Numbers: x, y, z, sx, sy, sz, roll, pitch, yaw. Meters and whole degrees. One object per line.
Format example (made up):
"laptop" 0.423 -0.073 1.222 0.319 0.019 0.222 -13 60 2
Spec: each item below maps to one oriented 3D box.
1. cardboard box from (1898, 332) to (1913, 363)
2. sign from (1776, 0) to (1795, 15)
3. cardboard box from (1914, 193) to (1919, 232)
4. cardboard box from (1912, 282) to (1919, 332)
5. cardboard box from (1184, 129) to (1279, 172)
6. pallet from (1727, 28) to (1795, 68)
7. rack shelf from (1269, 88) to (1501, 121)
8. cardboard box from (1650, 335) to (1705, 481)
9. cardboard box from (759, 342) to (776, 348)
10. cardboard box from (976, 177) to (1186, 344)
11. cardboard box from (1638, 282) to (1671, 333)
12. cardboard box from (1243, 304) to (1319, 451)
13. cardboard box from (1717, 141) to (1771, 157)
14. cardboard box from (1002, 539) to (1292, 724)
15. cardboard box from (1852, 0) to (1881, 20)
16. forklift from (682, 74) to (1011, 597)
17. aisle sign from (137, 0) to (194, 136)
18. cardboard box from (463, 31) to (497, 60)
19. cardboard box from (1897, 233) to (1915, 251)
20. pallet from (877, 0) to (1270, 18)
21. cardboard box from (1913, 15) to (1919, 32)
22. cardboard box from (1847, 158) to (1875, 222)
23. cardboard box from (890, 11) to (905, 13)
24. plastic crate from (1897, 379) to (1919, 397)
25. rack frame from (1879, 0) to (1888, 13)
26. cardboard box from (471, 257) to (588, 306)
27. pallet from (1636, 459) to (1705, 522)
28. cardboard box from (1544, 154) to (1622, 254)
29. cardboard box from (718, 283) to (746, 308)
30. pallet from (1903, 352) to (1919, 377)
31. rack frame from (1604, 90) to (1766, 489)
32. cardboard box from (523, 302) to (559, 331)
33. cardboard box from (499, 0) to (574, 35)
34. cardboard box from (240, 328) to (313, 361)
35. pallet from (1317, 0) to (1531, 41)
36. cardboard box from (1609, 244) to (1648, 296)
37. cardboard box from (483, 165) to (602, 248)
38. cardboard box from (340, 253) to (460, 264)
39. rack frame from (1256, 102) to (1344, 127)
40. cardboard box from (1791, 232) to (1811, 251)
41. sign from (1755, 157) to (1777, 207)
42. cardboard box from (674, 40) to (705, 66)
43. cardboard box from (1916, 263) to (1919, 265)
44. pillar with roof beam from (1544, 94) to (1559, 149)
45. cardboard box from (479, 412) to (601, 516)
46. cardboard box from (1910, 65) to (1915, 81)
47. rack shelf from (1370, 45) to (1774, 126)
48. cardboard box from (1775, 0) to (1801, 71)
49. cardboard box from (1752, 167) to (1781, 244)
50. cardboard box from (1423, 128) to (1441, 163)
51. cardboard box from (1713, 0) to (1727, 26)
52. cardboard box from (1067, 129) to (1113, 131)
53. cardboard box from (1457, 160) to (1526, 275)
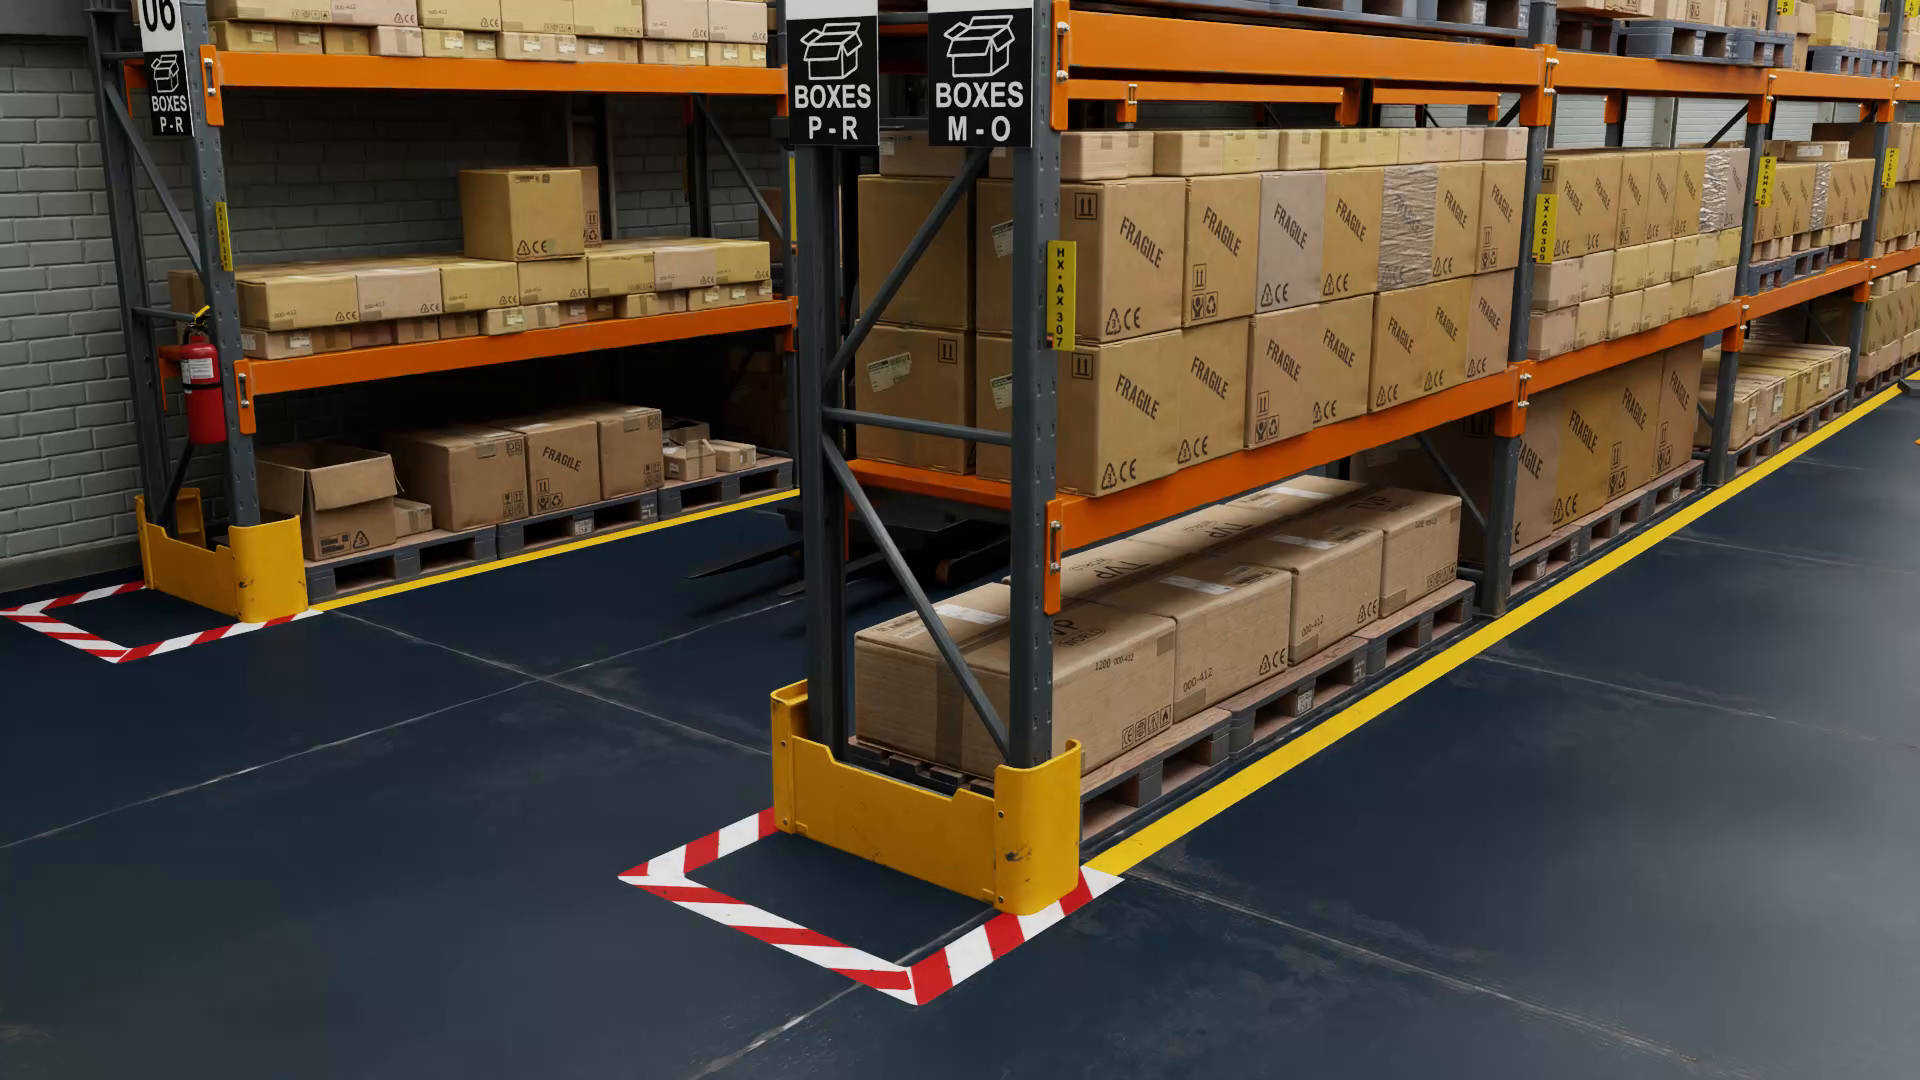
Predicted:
"cardboard box" 8.978 -1.904 16.257 0.500 0.250 0.500 10 18 36
"sign" 5.331 -3.552 10.709 0.100 0.325 0.005 11 18 38
"cardboard box" 8.837 -3.190 15.780 0.500 0.500 0.500 12 18 38
"cardboard box" 9.307 -2.369 16.563 0.500 0.500 0.500 12 19 40
"cardboard box" 0.952 -1.442 6.155 0.380 0.149 0.250 11 18 38
"pallet" 4.541 -3.127 10.632 1.213 0.211 1.003 12 19 40
"rack shelf" 4.812 -4.918 18.759 1.077 0.370 4.000 11 18 38
"cardboard box" 4.406 -0.951 11.236 0.875 0.875 0.875 11 18 37
"cardboard box" -1.304 -1.371 12.332 0.380 0.149 0.250 11 18 38
"cardboard box" 0.400 -0.945 5.518 0.500 0.500 0.500 11 18 36
"cardboard box" 3.852 -1.390 9.809 0.500 0.250 0.500 11 18 37
"cardboard box" 1.031 -0.656 6.410 0.500 0.500 0.500 11 18 37
"cardboard box" 6.245 -3.114 13.310 0.380 0.149 0.250 13 19 41
"cardboard box" 0.782 0.356 6.982 0.875 0.438 0.875 12 18 39
"cardboard box" 7.153 -4.359 13.532 0.500 0.250 0.500 12 18 39
"forklift" -0.333 -1.290 9.249 1.130 2.935 3.031 9 17 31
"aisle sign" -3.801 -2.333 7.935 0.394 0.787 0.004 11 18 38
"cardboard box" -2.783 -2.730 9.194 0.380 0.149 0.250 11 18 37
"cardboard box" 8.677 -2.795 15.543 0.380 0.149 0.250 11 18 38
"pallet" 0.335 -1.919 5.672 1.003 0.211 1.213 11 18 38
"cardboard box" 8.011 -4.445 14.327 0.380 0.149 0.250 12 19 39
"cardboard box" 7.307 -2.935 13.922 0.500 0.500 0.500 11 18 37
"cardboard box" -0.477 -3.621 11.645 0.380 0.149 0.250 12 18 38
"plastic crate" 9.043 -1.421 15.555 0.402 0.080 0.583 5 15 18
"rack frame" 9.933 -6.336 16.788 1.000 3.000 0.127 11 18 38
"cardboard box" -2.554 -1.544 9.808 0.500 0.250 0.500 11 18 36
"pallet" 4.350 -0.406 11.291 1.003 0.211 1.213 11 18 38
"cardboard box" 3.189 -1.805 8.902 0.500 0.500 0.500 11 18 37
"cardboard box" -1.623 -1.623 10.928 0.380 0.149 0.250 12 18 39
"pallet" 9.347 -1.912 17.222 1.003 0.211 1.213 11 18 38
"rack frame" 4.905 -1.896 11.496 1.000 3.000 0.127 11 18 38
"cardboard box" -2.569 -1.323 9.749 0.380 0.149 0.250 12 18 39
"cardboard box" -2.553 -2.999 9.444 0.500 0.250 0.500 11 18 37
"cardboard box" -3.567 -1.030 8.597 0.380 0.149 0.250 11 18 37
"pallet" 1.868 -2.386 7.511 1.003 0.211 1.213 11 18 38
"cardboard box" 3.530 -1.537 9.371 0.500 0.250 0.500 12 18 38
"cardboard box" -2.616 -2.089 10.430 0.500 0.500 0.500 11 18 36
"cardboard box" -3.264 -1.525 9.734 0.500 0.250 0.500 12 19 39
"rack frame" 3.555 -3.430 17.532 1.000 3.000 0.127 11 18 38
"cardboard box" 6.307 -2.314 12.796 0.380 0.149 0.250 12 19 39
"sign" 5.338 -2.372 11.018 0.100 0.325 0.005 11 18 38
"cardboard box" -1.801 -3.019 10.332 0.380 0.149 0.250 12 19 39
"cardboard box" 9.293 -2.655 16.373 0.380 0.149 0.250 12 18 38
"pillar with roof beam" 12.050 -7.592 21.734 9.100 9.000 0.400 11 18 38
"cardboard box" -2.551 -0.470 10.103 0.500 0.500 0.500 12 18 39
"cardboard box" 8.271 -4.164 14.840 0.380 0.149 0.250 12 19 39
"rack shelf" 3.648 -2.619 9.707 1.077 0.370 4.000 11 18 38
"cardboard box" 5.508 -3.579 11.822 0.700 0.500 0.500 11 18 38
"cardboard box" 5.367 -2.343 11.593 0.500 0.500 0.500 11 18 36
"cardboard box" 1.885 -1.738 7.322 0.380 0.149 0.250 11 18 37
"cardboard box" 4.311 -3.171 9.840 0.396 0.266 0.258 11 18 36
"cardboard box" 0.374 -1.468 6.259 0.380 0.149 0.250 12 18 39
"cardboard box" 2.309 -1.530 7.821 0.500 0.500 0.500 11 18 37
